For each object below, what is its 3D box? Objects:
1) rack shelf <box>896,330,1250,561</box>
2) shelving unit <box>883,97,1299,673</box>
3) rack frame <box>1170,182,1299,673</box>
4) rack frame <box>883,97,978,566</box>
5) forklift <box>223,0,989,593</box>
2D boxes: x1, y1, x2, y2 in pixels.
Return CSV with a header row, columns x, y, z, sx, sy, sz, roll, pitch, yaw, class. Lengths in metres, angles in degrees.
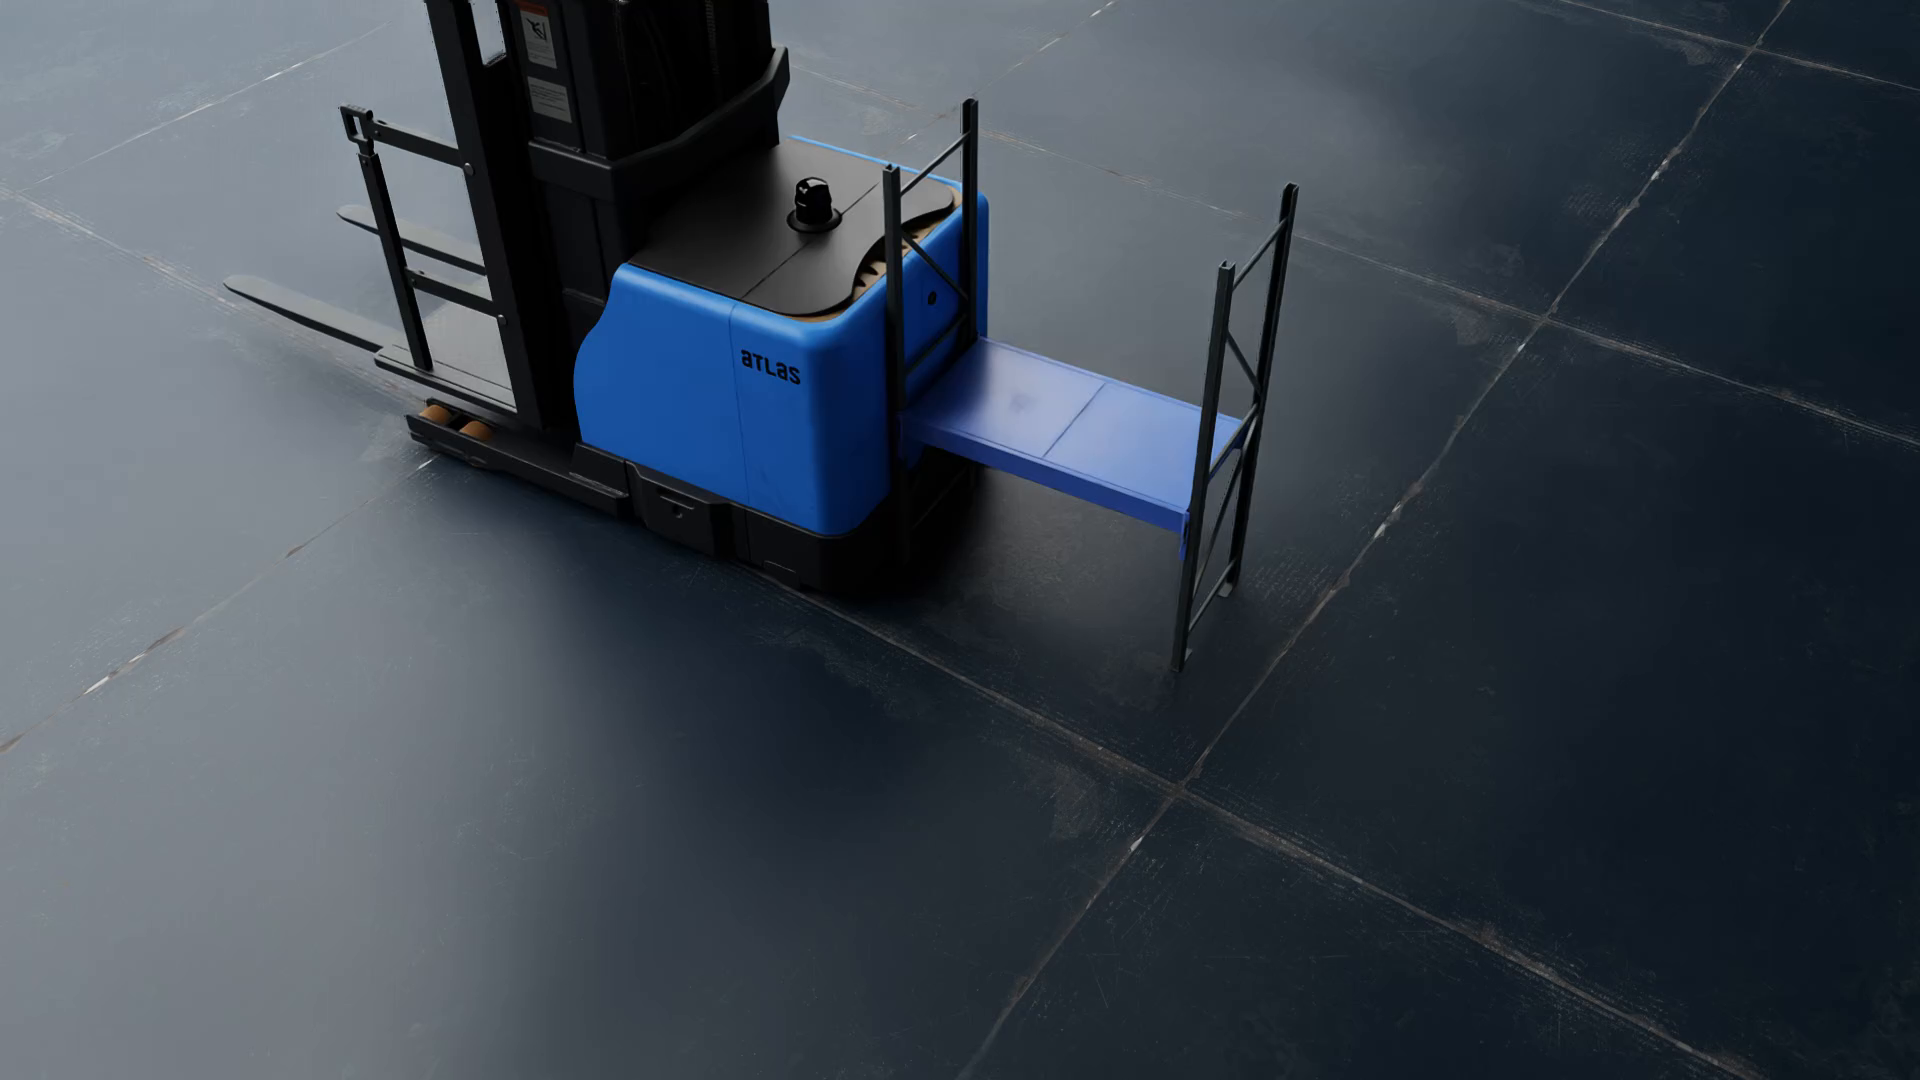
x,y,z,sx,sy,sz,roll,pitch,yaw,class
0.361,-0.319,5.251,1.000,0.185,0.538,21,46,22,rack shelf
0.361,-0.453,5.131,1.048,1.500,0.538,21,46,22,shelving unit
0.803,-0.286,4.945,0.032,1.500,0.500,21,46,22,rack frame
-0.081,-0.620,5.318,0.032,1.500,0.500,21,46,22,rack frame
-1.427,-1.640,5.385,3.031,2.935,1.130,21,46,22,forklift
